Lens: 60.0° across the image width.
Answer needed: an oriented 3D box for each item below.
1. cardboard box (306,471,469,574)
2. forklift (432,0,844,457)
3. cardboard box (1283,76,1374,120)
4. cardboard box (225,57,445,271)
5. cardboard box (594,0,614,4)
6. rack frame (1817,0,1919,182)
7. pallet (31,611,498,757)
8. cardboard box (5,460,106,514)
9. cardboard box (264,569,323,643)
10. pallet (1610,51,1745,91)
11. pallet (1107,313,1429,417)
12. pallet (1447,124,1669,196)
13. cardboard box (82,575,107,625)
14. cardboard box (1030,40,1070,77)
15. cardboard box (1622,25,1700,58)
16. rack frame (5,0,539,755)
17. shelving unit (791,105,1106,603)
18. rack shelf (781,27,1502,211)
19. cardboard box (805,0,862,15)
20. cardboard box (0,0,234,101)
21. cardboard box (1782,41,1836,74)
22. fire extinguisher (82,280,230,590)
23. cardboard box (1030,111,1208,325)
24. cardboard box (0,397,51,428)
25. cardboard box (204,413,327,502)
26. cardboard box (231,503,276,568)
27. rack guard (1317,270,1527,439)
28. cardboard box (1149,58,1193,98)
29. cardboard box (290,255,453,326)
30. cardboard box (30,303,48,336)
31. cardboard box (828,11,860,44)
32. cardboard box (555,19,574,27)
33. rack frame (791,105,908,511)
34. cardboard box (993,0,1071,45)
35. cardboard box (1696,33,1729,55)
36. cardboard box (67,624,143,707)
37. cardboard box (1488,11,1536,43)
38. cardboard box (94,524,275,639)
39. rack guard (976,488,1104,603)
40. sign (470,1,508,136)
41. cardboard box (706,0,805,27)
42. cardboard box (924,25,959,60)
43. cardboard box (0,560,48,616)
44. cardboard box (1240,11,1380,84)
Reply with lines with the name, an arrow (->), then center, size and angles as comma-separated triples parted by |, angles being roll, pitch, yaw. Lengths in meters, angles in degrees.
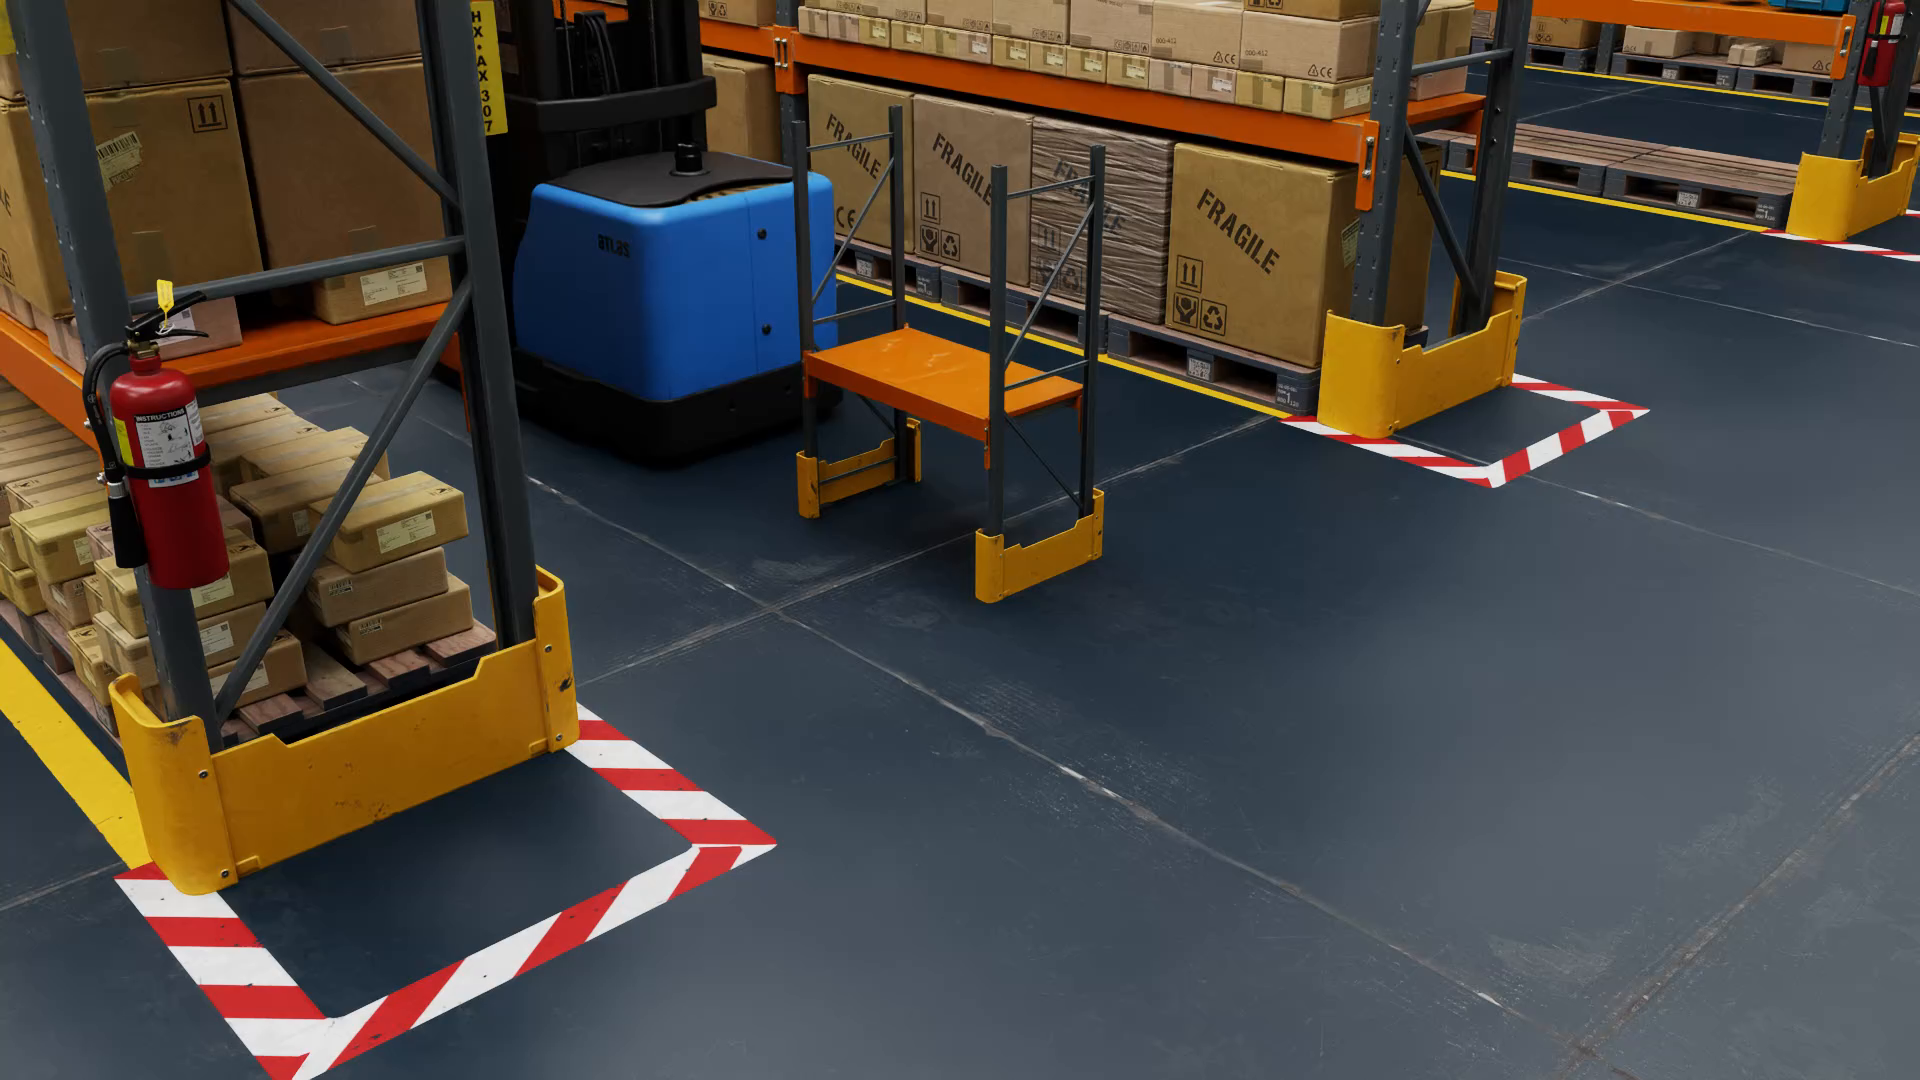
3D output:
cardboard box -> -1.710, -0.058, 4.975 | 0.250, 0.149, 0.380 | 22, 32, 39
forklift -> -1.925, -2.188, 7.514 | 3.031, 2.935, 1.130 | 22, 33, 40
cardboard box -> 1.606, -1.915, 7.135 | 0.380, 0.149, 0.250 | -20, 32, -38
cardboard box -> -1.705, -1.033, 4.422 | 0.500, 0.500, 0.500 | -19, 31, -36
cardboard box -> -2.197, -3.797, 10.839 | 0.500, 0.500, 0.500 | -21, 32, -38
rack frame -> 5.705, -3.419, 10.131 | 1.000, 3.000, 0.127 | -21, 32, -38
pallet -> -2.181, 0.352, 5.225 | 1.003, 0.211, 1.213 | -21, 32, -38
cardboard box -> -2.677, -0.122, 5.116 | 0.250, 0.149, 0.380 | 22, 33, 40
cardboard box -> -1.963, 0.162, 5.209 | 0.380, 0.149, 0.250 | -21, 32, -39
pallet -> 7.058, -4.558, 15.988 | 1.003, 0.211, 1.213 | -21, 32, -38
pallet -> 1.486, -0.966, 8.113 | 1.003, 0.211, 1.213 | -21, 32, -38
pallet -> 4.340, -2.781, 12.092 | 1.003, 0.211, 1.213 | -21, 32, -38
cardboard box -> -2.308, 0.159, 4.857 | 0.380, 0.149, 0.250 | -22, 33, -40
cardboard box -> 0.562, -2.378, 8.151 | 0.380, 0.149, 0.250 | -20, 32, -37
cardboard box -> 6.719, -4.824, 15.919 | 0.500, 0.311, 0.500 | -21, 32, -38
rack frame -> -1.600, -0.638, 4.034 | 1.000, 3.000, 0.127 | -21, 32, -38
shelving unit -> -0.052, -0.705, 5.989 | 0.587, 1.500, 1.083 | -21, 32, -38
rack shelf -> 0.723, -2.293, 8.529 | 1.077, 0.370, 4.000 | -21, 32, -38
cardboard box -> -0.514, -3.077, 9.202 | 0.500, 0.250, 0.500 | -22, 32, -39
cardboard box -> -2.094, -1.342, 3.894 | 0.500, 0.500, 0.500 | -22, 33, -39
cardboard box -> 7.878, -4.532, 15.048 | 0.797, 0.503, 0.637 | -21, 32, -38
fire extinguisher -> -1.764, -0.226, 3.673 | 0.296, 0.674, 0.183 | -21, 32, -38
cardboard box -> 0.972, -1.686, 8.385 | 0.875, 0.875, 0.875 | -21, 32, -38
cardboard box -> -3.200, -0.371, 5.660 | 0.380, 0.149, 0.250 | -21, 32, -38
cardboard box -> -2.295, -0.271, 5.443 | 0.250, 0.149, 0.380 | 22, 32, 39
cardboard box -> -2.148, -0.047, 5.309 | 0.380, 0.149, 0.250 | -21, 32, -38
rack guard -> 2.106, -0.870, 7.554 | 1.175, 0.500, 0.348 | -21, 32, -38
cardboard box -> 1.086, -2.145, 7.642 | 0.380, 0.149, 0.250 | -21, 32, -38
cardboard box -> -1.582, -0.715, 4.505 | 0.380, 0.149, 0.250 | -22, 32, -39
cardboard box -> -2.171, -0.628, 4.316 | 0.380, 0.149, 0.250 | -21, 32, -39
cardboard box -> -0.505, -2.848, 9.182 | 0.250, 0.149, 0.380 | 23, 33, 40
cardboard box -> -2.318, -3.175, 11.650 | 1.225, 0.875, 0.875 | -21, 32, -38
rack frame -> -0.406, -0.862, 6.333 | 0.500, 1.500, 0.032 | -21, 32, -38
cardboard box -> 0.512, -2.618, 8.196 | 0.500, 0.250, 0.500 | -21, 32, -38
cardboard box -> 7.186, -5.006, 16.091 | 0.500, 0.500, 0.500 | -21, 32, -38
cardboard box -> -2.361, 0.319, 4.867 | 0.380, 0.149, 0.250 | -20, 31, -37
cardboard box -> 5.712, -5.319, 16.776 | 0.500, 0.500, 0.500 | -21, 32, -38
cardboard box -> -2.146, 0.109, 4.609 | 0.380, 0.149, 0.250 | -21, 32, -38
rack guard -> 0.288, 0.014, 5.918 | 0.587, 0.250, 0.087 | -21, 32, -38
sign -> -1.204, -1.186, 4.192 | 0.100, 0.325, 0.005 | -21, 32, -38
cardboard box -> -1.163, -3.336, 9.828 | 0.500, 0.500, 0.500 | -21, 32, -38
cardboard box -> 0.032, -2.612, 8.664 | 0.380, 0.149, 0.250 | -22, 32, -39
cardboard box -> -2.877, 0.084, 5.382 | 0.250, 0.149, 0.380 | 22, 33, 39
cardboard box -> 1.565, -2.153, 7.178 | 0.500, 0.250, 0.500 | -22, 32, -39
